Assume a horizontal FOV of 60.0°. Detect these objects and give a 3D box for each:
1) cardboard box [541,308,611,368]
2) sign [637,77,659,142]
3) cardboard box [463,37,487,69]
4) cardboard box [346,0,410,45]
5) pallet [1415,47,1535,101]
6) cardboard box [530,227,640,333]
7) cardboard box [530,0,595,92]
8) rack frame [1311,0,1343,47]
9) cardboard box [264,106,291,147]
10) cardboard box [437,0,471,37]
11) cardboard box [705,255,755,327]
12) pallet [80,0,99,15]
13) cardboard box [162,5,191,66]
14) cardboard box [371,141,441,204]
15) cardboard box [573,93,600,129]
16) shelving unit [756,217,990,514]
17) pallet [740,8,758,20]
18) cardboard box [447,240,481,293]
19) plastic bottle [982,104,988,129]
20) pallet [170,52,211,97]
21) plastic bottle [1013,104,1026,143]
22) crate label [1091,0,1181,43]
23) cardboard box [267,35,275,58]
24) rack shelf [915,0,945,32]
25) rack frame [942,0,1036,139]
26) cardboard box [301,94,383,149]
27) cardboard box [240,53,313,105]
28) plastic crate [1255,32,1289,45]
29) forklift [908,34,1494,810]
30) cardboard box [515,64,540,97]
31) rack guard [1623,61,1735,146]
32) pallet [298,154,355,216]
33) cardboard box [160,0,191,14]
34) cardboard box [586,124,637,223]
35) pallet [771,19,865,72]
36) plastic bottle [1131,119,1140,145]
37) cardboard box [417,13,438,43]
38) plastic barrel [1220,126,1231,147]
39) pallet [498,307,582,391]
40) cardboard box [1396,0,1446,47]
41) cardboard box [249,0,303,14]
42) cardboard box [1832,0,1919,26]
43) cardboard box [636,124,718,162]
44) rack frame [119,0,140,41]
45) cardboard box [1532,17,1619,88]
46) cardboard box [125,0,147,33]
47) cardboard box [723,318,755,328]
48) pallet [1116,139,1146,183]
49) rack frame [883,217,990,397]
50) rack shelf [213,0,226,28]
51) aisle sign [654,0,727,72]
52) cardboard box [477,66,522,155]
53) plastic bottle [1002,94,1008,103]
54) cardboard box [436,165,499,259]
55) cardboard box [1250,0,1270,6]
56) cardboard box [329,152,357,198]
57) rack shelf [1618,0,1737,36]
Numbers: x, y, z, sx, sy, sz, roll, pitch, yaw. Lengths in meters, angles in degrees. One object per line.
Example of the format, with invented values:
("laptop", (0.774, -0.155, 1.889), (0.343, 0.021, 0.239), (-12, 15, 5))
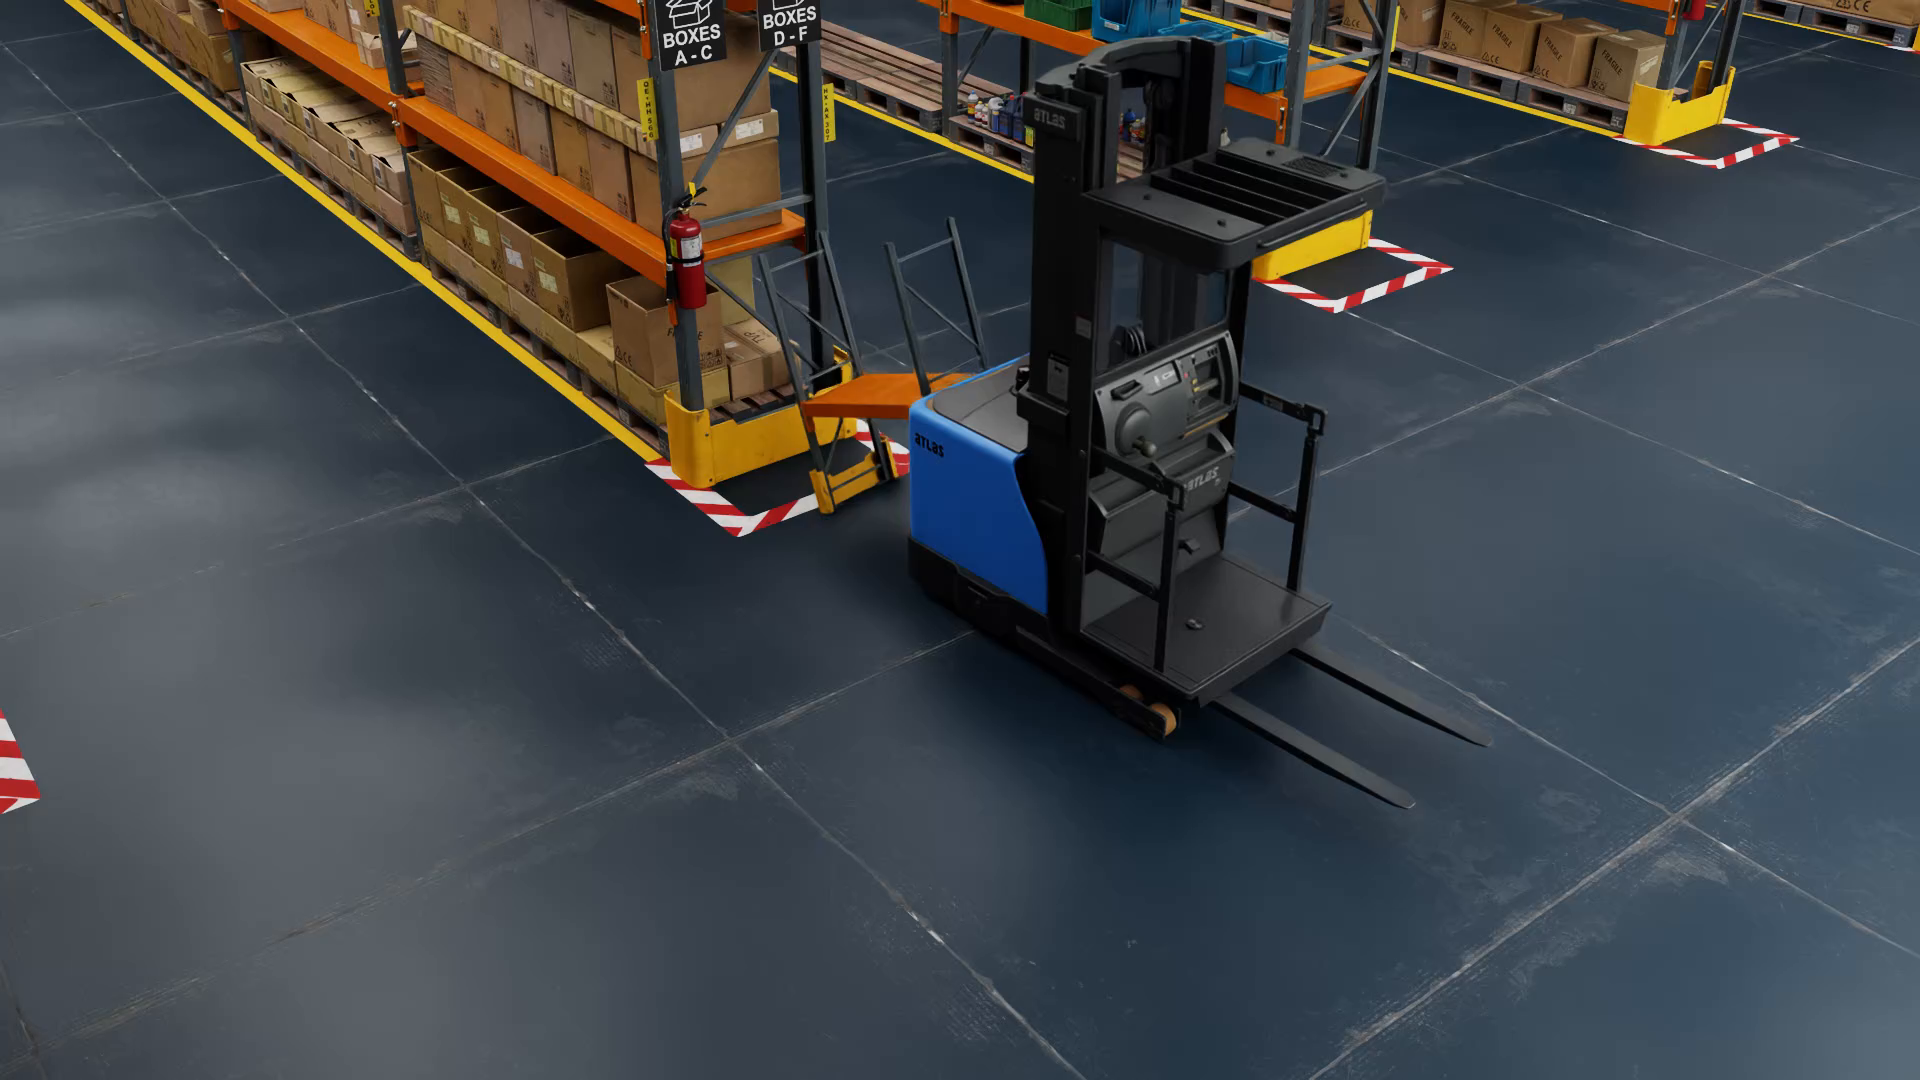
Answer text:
("cardboard box", (-2.381, -1.381, 10.839), (0.500, 0.250, 0.500), (-22, 38, -31))
("sign", (-1.632, -2.254, 8.713), (0.100, 0.325, 0.005), (-22, 38, -31))
("cardboard box", (-3.009, -3.216, 10.875), (0.380, 0.149, 0.250), (-24, 39, -33))
("cardboard box", (-4.429, -4.085, 12.890), (0.500, 0.500, 0.500), (-19, 37, -28))
("pallet", (5.372, -4.740, 16.681), (1.003, 0.211, 1.213), (-22, 38, -31))
("cardboard box", (-2.384, -1.699, 10.640), (0.500, 0.500, 0.500), (-22, 38, -31))
("cardboard box", (-2.140, -3.072, 10.029), (0.700, 0.500, 0.500), (-22, 38, -31))
("rack frame", (4.180, -6.701, 17.197), (1.000, 3.000, 0.127), (-22, 38, -31))
("cardboard box", (-5.702, -3.653, 14.496), (0.500, 0.250, 0.500), (-23, 39, -33))
("cardboard box", (-3.060, -3.698, 11.037), (0.700, 0.500, 0.500), (-22, 38, -32))
("cardboard box", (-1.656, -1.663, 10.582), (0.500, 0.500, 0.500), (-22, 38, -31))
("pallet", (-9.726, -6.443, 19.423), (1.003, 0.211, 1.213), (-22, 38, -31))
("cardboard box", (-7.503, -5.036, 16.468), (0.500, 0.500, 0.500), (-24, 39, -33))
("cardboard box", (-4.123, -2.822, 12.628), (0.500, 0.311, 0.500), (-22, 38, -31))
("cardboard box", (-2.051, -2.567, 9.831), (0.380, 0.149, 0.250), (-22, 38, -31))
("shelving unit", (-0.400, -0.919, 9.059), (1.083, 1.500, 0.587), (5, 27, 44))
("pallet", (-2.702, -5.896, 18.544), (1.003, 0.211, 1.213), (-22, 38, -31))
("cardboard box", (-3.300, -2.007, 11.846), (0.500, 0.250, 0.500), (-22, 38, -31))
("plastic bottle", (0.241, -3.738, 14.660), (0.097, 0.201, 0.097), (0, 32, 0))
("pallet", (-7.272, -4.812, 16.797), (1.003, 0.211, 1.213), (-22, 38, -31))
("plastic bottle", (0.550, -3.611, 14.315), (0.144, 0.351, 0.185), (-24, 39, -33))
("crate label", (1.378, -4.126, 13.017), (0.502, 0.435, 0.616), (-22, 38, -31))
("cardboard box", (-6.479, -4.788, 16.069), (0.500, 0.500, 0.500), (-24, 39, -33))
("rack shelf", (-0.959, -5.627, 16.148), (1.077, 0.370, 4.000), (-22, 38, -31))
("rack frame", (0.267, -5.099, 14.617), (1.000, 3.000, 0.127), (-22, 38, -31))
("cardboard box", (-5.056, -3.457, 13.649), (0.500, 0.311, 0.500), (-23, 38, -32))
("cardboard box", (-6.011, -4.100, 14.685), (0.500, 0.311, 0.500), (-21, 37, -30))
("plastic crate", (2.426, -3.797, 12.770), (0.298, 0.136, 0.250), (-22, 38, -31))
("forklift", (1.098, -0.625, 7.479), (1.130, 2.935, 3.031), (-26, 40, -35))
("cardboard box", (-2.533, -2.892, 10.354), (0.380, 0.149, 0.250), (-23, 38, -32))
("rack guard", (6.586, -4.004, 15.223), (1.175, 0.500, 0.348), (-22, 38, -31))
("pallet", (-4.883, -3.117, 14.068), (1.003, 0.211, 1.213), (-22, 38, -31))
("cardboard box", (-7.528, -5.369, 16.294), (0.500, 0.250, 0.500), (-23, 39, -32))
("cardboard box", (-1.797, -2.289, 9.998), (0.700, 0.500, 0.500), (-21, 38, -30))
("pallet", (-1.741, -5.246, 17.496), (1.003, 0.211, 1.213), (-22, 38, -31))
("plastic bottle", (1.522, -3.512, 14.297), (0.097, 0.201, 0.097), (0, 32, 0))
("cardboard box", (-3.482, -3.537, 11.392), (0.380, 0.149, 0.250), (-22, 38, -31))
("plastic barrel", (1.949, -3.012, 13.216), (0.421, 0.512, 0.421), (0, 32, 0))
("pallet", (-2.441, -1.460, 11.400), (1.003, 0.211, 1.213), (-22, 38, -31))
("cardboard box", (4.751, -5.402, 17.076), (0.500, 0.500, 0.500), (-11, 33, -16))
("cardboard box", (-5.705, -4.692, 14.045), (0.500, 0.311, 0.500), (-23, 38, -32))
("cardboard box", (10.145, -6.134, 17.899), (0.875, 0.875, 0.875), (-22, 38, -31))
("cardboard box", (-1.580, -2.246, 9.314), (0.380, 0.149, 0.250), (-23, 39, -32))
("rack frame", (-8.553, -6.832, 17.407), (1.000, 3.000, 0.127), (-22, 38, -31))
("cardboard box", (5.869, -4.655, 15.872), (0.500, 0.500, 0.500), (-12, 34, -19))
("cardboard box", (-8.449, -5.677, 17.499), (0.500, 0.500, 0.500), (-24, 39, -33))
("cardboard box", (-1.657, -1.344, 10.779), (0.500, 0.250, 0.500), (-22, 38, -31))
("pallet", (1.399, -3.112, 14.061), (1.003, 0.211, 1.213), (-22, 38, -31))
("rack frame", (-0.032, -0.886, 8.697), (0.032, 1.500, 0.500), (5, 27, 44))
("rack shelf", (-7.327, -5.693, 16.255), (1.077, 0.370, 4.000), (-22, 38, -31))
("aisle sign", (-1.387, -2.813, 8.472), (0.394, 0.787, 0.004), (-22, 38, -31))
("cardboard box", (-2.738, -2.929, 11.029), (0.700, 0.500, 0.500), (-22, 38, -31))
("plastic bottle", (0.420, -3.766, 14.628), (0.061, 0.283, 0.133), (-22, 38, -31))
("cardboard box", (-3.298, -2.326, 11.650), (0.500, 0.500, 0.500), (-22, 38, -31))
("cardboard box", (3.543, -6.294, 18.493), (0.700, 0.500, 0.500), (-23, 38, -32))
("cardboard box", (-4.754, -3.012, 13.464), (0.500, 0.250, 0.500), (-21, 38, -30))
("rack shelf", (5.406, -5.562, 16.044), (1.077, 0.370, 4.000), (-22, 38, -31))
